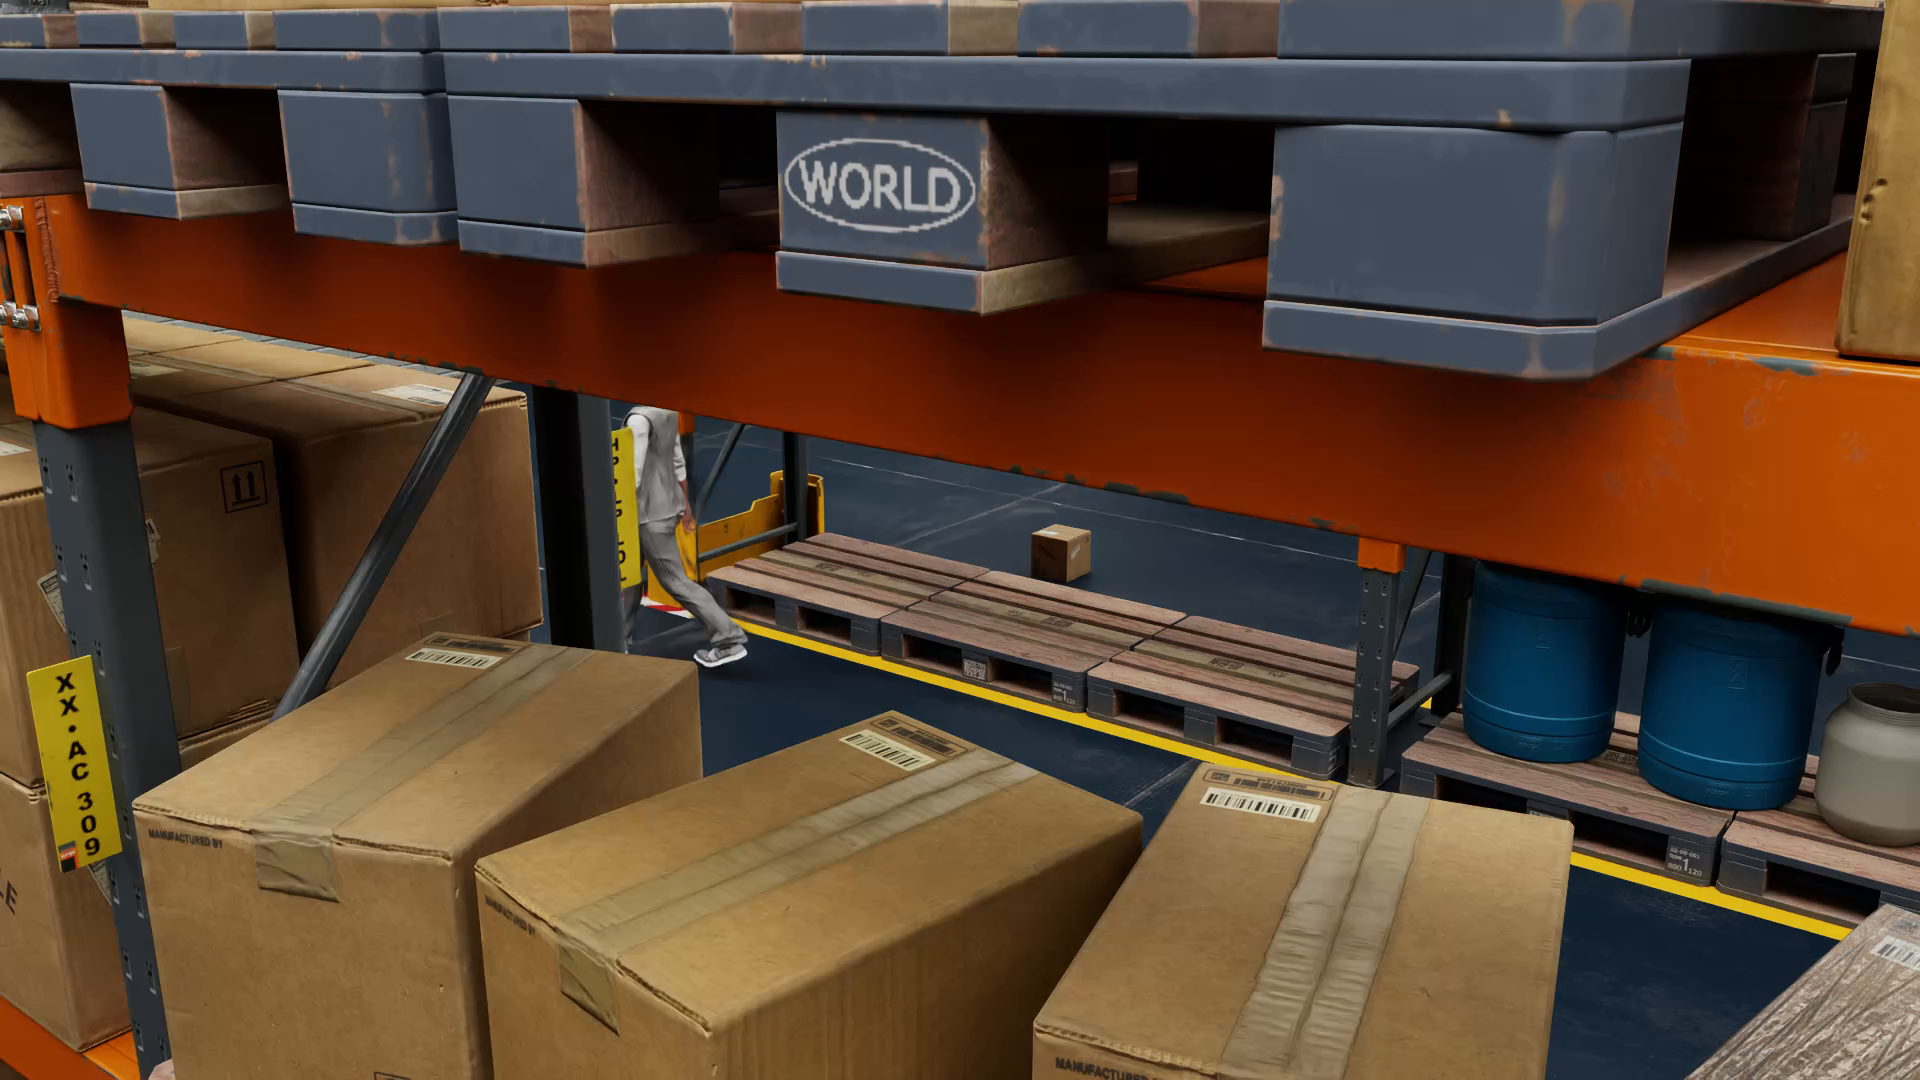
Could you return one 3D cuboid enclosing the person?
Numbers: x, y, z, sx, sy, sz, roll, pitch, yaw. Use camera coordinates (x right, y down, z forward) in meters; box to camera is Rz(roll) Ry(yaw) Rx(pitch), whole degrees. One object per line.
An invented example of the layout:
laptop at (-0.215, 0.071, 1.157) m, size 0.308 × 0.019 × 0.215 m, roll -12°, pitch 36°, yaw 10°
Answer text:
person at (-1.474, -0.131, 7.978) m, size 0.931 × 1.548 × 0.445 m, roll 3°, pitch 17°, yaw 9°
